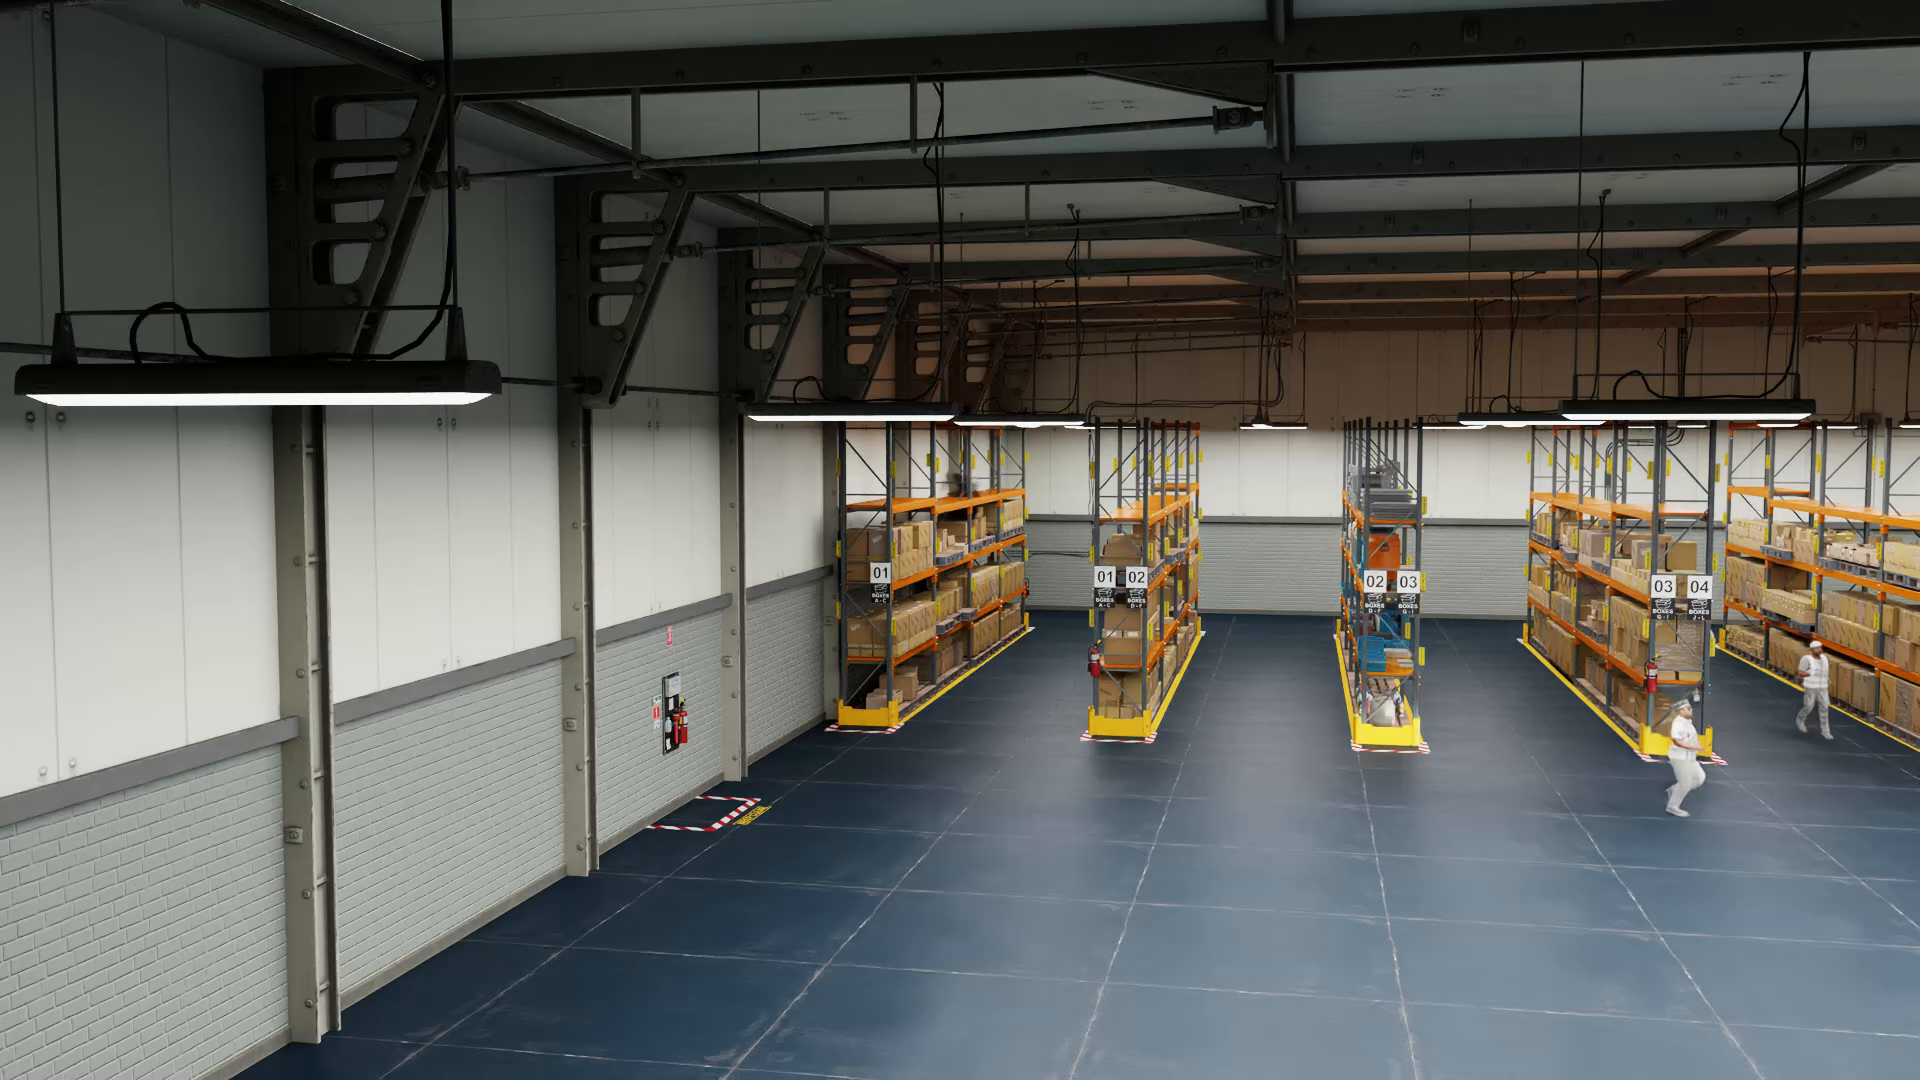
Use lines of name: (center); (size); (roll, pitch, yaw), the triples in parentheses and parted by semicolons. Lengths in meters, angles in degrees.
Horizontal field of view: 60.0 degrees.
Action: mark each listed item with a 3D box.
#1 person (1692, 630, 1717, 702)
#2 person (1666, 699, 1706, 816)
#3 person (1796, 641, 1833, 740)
person: (15.827, 2.520, 35.669); (0.705, 1.813, 0.921); (1, 4, 15)
person: (10.849, 3.234, 24.801); (0.553, 1.754, 0.716); (3, 5, 36)
person: (15.996, 2.770, 31.082); (0.677, 1.778, 0.961); (0, 4, -3)
